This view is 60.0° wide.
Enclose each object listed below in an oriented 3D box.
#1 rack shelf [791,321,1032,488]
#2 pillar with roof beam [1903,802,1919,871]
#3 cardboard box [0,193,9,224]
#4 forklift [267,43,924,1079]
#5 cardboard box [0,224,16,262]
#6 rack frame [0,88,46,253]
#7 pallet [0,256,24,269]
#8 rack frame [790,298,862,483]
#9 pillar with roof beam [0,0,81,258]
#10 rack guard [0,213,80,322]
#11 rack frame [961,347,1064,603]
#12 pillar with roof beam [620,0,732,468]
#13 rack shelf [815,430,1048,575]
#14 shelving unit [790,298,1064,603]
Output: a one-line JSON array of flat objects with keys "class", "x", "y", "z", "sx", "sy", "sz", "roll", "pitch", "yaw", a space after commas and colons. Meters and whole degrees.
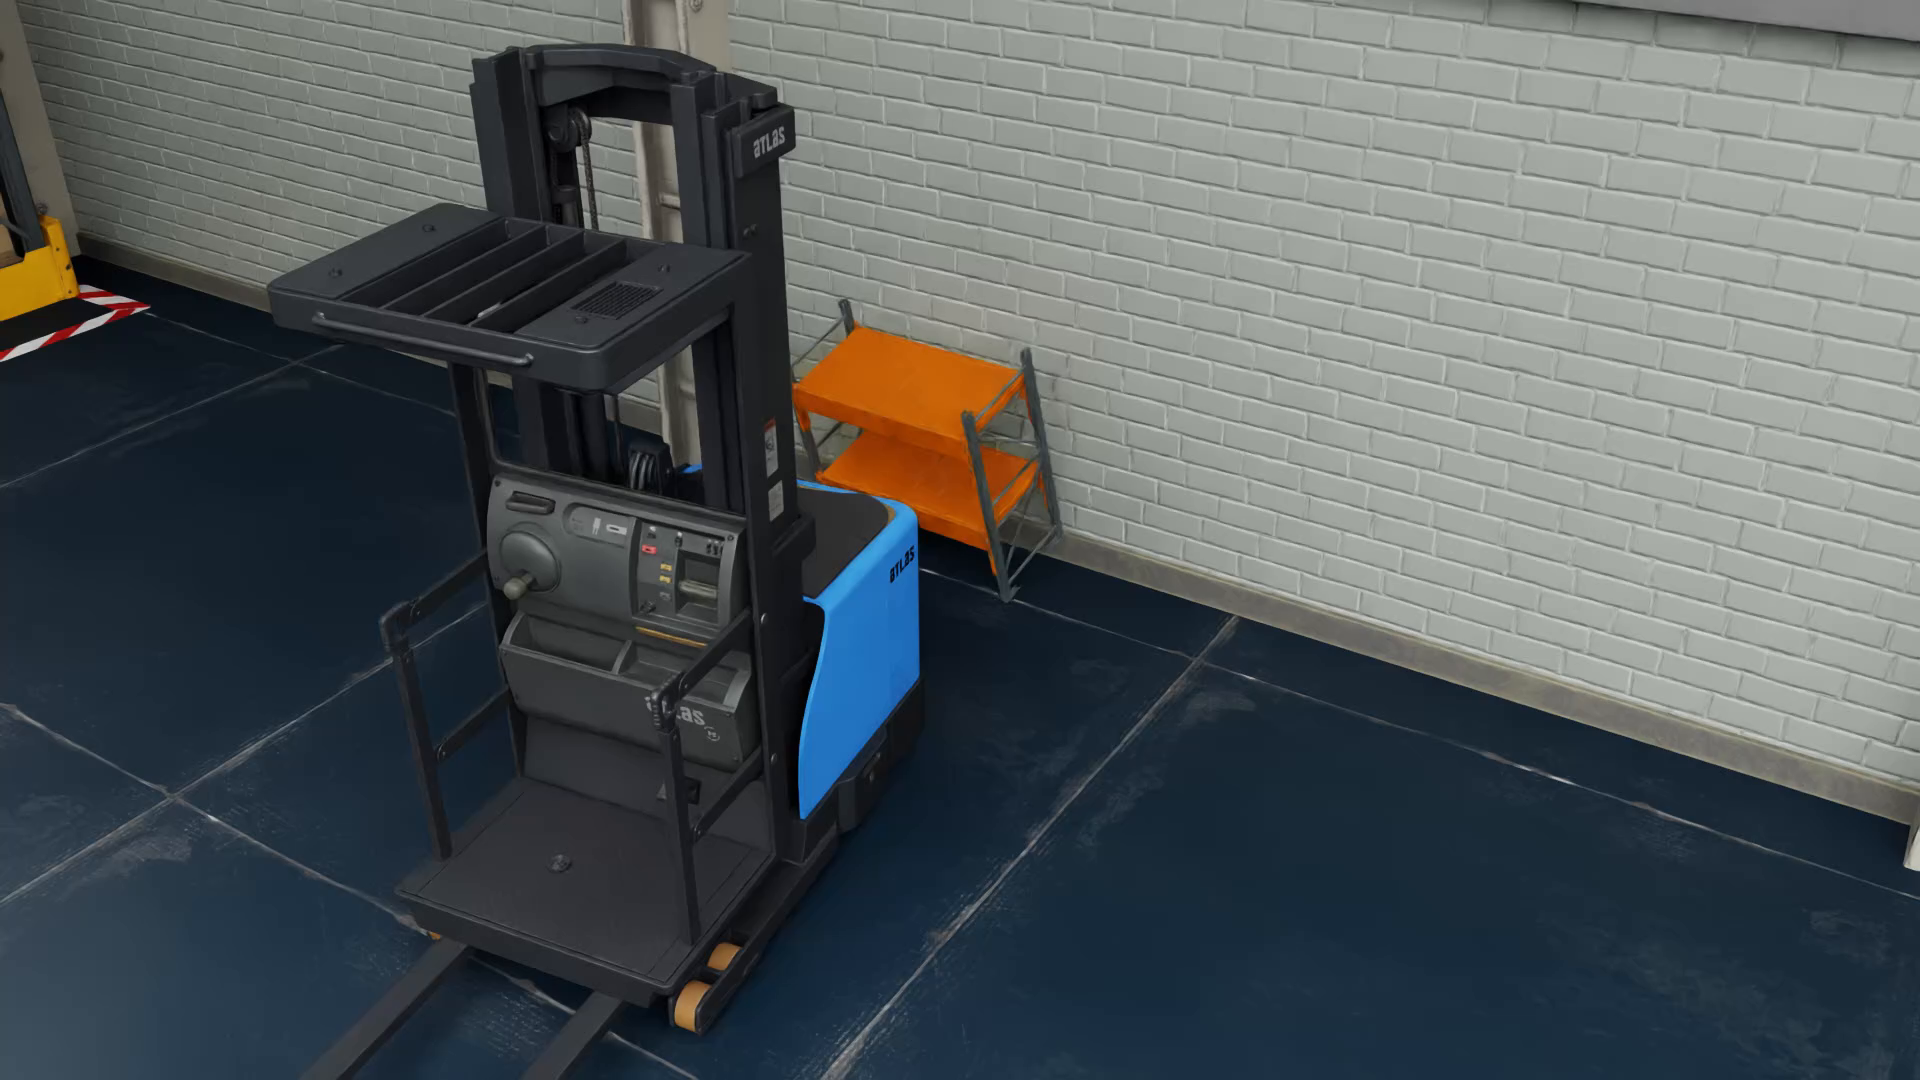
[{"class": "rack shelf", "x": -0.212, "y": -0.629, "z": 7.538, "sx": 1.000, "sy": 0.278, "sz": 0.538, "roll": 19, "pitch": 51, "yaw": 31}, {"class": "pillar with roof beam", "x": 1.462, "y": -0.851, "z": 0.778, "sx": 0.400, "sy": 9.000, "sz": 9.100, "roll": 18, "pitch": 35, "yaw": 27}, {"class": "cardboard box", "x": -6.590, "y": -2.165, "z": 10.799, "sx": 0.500, "sy": 0.250, "sz": 0.500, "roll": 18, "pitch": 35, "yaw": 28}, {"class": "forklift", "x": -1.206, "y": 0.105, "z": 5.162, "sx": 1.130, "sy": 2.935, "sz": 3.031, "roll": 13, "pitch": 33, "yaw": 20}, {"class": "cardboard box", "x": -6.614, "y": -1.949, "z": 10.926, "sx": 0.500, "sy": 0.250, "sz": 0.500, "roll": 18, "pitch": 35, "yaw": 28}, {"class": "rack frame", "x": -6.302, "y": -2.740, "z": 9.970, "sx": 0.127, "sy": 3.000, "sz": 1.000, "roll": 18, "pitch": 35, "yaw": 27}, {"class": "pallet", "x": -6.972, "y": -1.723, "z": 10.994, "sx": 1.213, "sy": 0.211, "sz": 1.003, "roll": 18, "pitch": 35, "yaw": 27}, {"class": "rack frame", "x": -0.574, "y": -0.563, "z": 7.995, "sx": 0.032, "sy": 1.125, "sz": 0.500, "roll": 19, "pitch": 51, "yaw": 31}, {"class": "pillar with roof beam", "x": -8.701, "y": -4.065, "z": 6.288, "sx": 0.400, "sy": 9.000, "sz": 9.100, "roll": 18, "pitch": 35, "yaw": 27}, {"class": "rack guard", "x": -6.282, "y": -1.654, "z": 10.589, "sx": 0.348, "sy": 0.500, "sz": 1.175, "roll": 18, "pitch": 35, "yaw": 27}, {"class": "rack frame", "x": 0.250, "y": -0.273, "z": 7.475, "sx": 0.032, "sy": 1.125, "sz": 0.500, "roll": 19, "pitch": 51, "yaw": 31}, {"class": "pillar with roof beam", "x": -3.620, "y": -2.458, "z": 3.533, "sx": 0.400, "sy": 9.000, "sz": 9.100, "roll": 18, "pitch": 35, "yaw": 27}, {"class": "rack shelf", "x": -0.120, "y": -0.242, "z": 7.899, "sx": 1.000, "sy": 0.278, "sz": 0.538, "roll": 19, "pitch": 51, "yaw": 31}, {"class": "shelving unit", "x": -0.162, "y": -0.418, "z": 7.735, "sx": 1.048, "sy": 1.125, "sz": 0.538, "roll": 19, "pitch": 51, "yaw": 31}]
